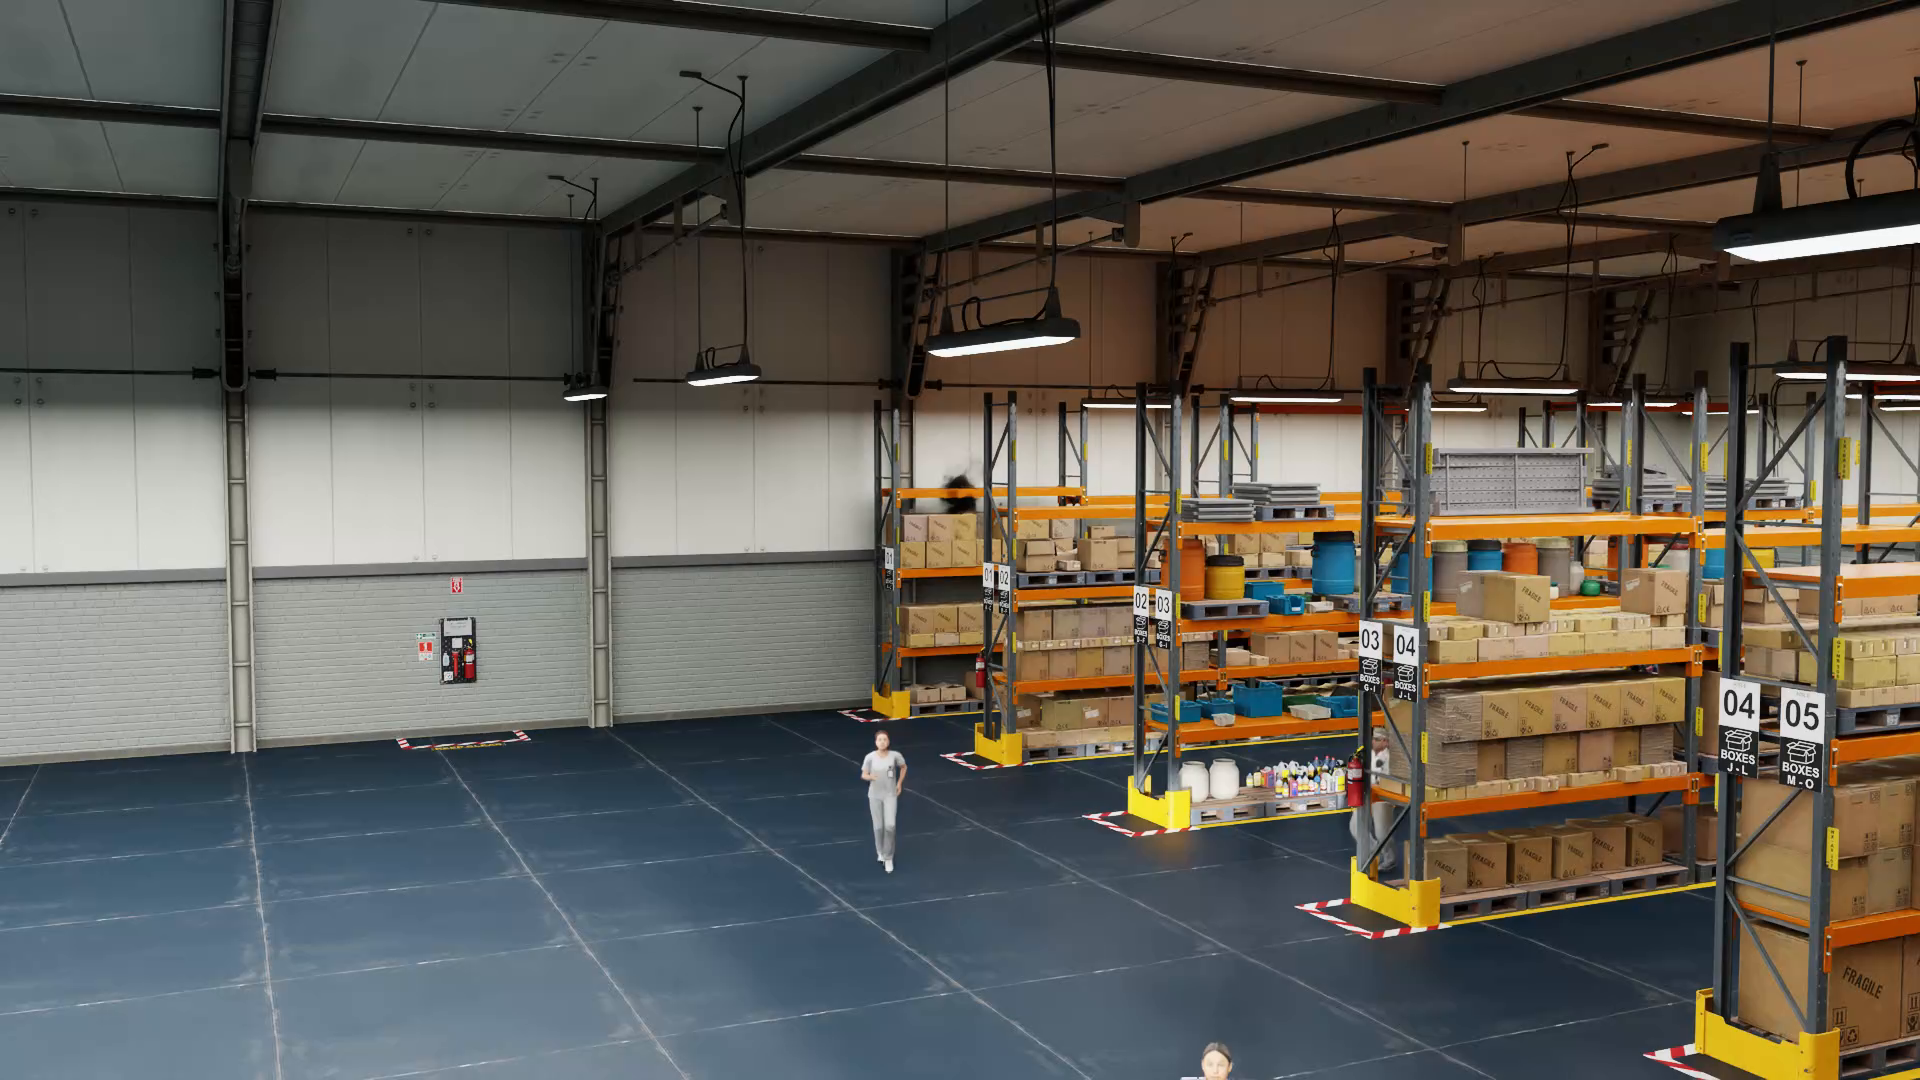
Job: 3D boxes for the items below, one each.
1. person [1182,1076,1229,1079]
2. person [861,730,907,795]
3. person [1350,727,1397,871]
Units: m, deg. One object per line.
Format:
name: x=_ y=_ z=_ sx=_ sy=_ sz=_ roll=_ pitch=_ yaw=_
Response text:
person: x=1.496 y=3.873 z=9.753 sx=0.554 sy=1.510 sz=0.762 roll=1 pitch=3 yaw=9
person: x=-0.926 y=2.712 z=20.108 sx=0.544 sy=0.772 sz=0.593 roll=0 pitch=3 yaw=1
person: x=4.975 y=3.118 z=19.986 sx=0.647 sy=1.761 sz=0.642 roll=-2 pitch=4 yaw=-35
